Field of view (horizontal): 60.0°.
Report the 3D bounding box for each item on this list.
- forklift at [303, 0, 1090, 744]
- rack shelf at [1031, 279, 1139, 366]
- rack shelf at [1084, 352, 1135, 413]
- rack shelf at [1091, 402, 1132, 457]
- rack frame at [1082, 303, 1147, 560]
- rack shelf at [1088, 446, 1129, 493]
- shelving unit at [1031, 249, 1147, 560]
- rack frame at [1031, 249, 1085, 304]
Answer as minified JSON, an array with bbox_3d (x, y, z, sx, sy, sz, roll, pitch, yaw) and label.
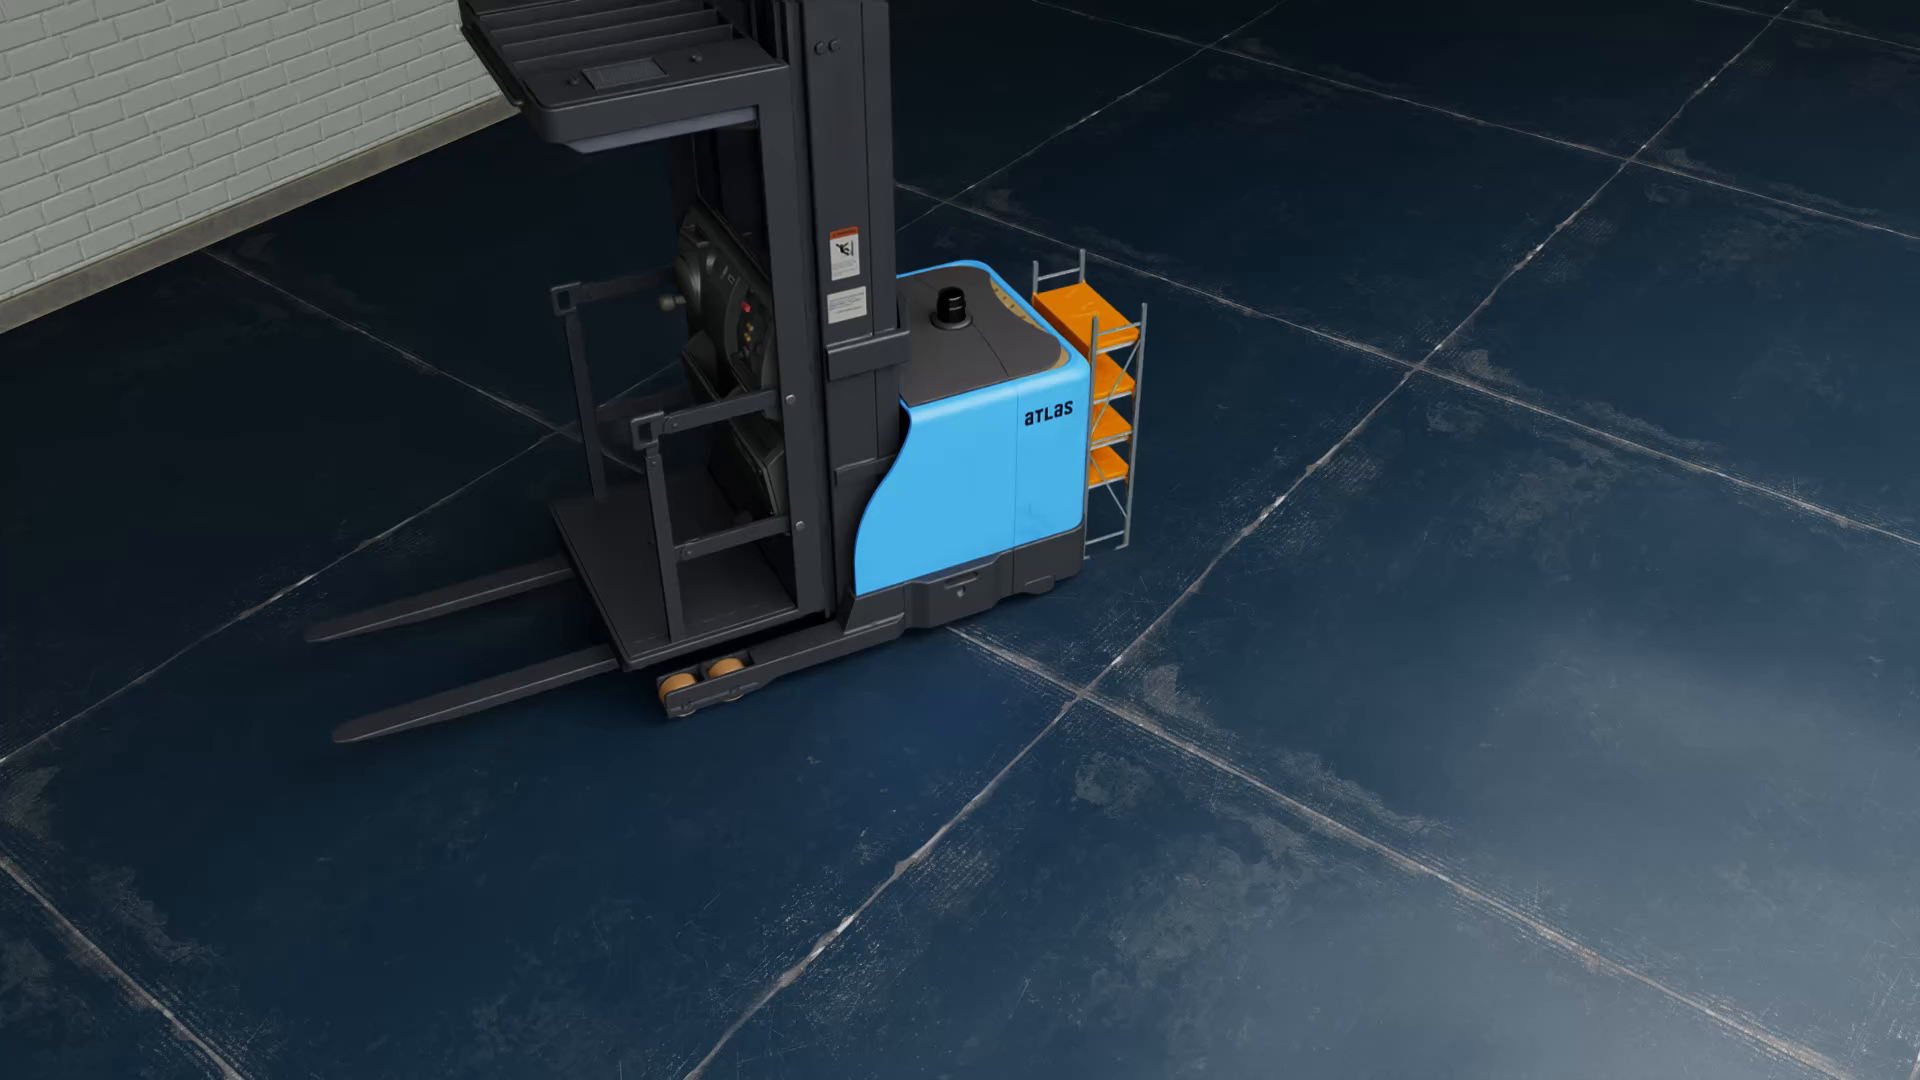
[{"bbox_3d":[-1.035,-0.849,5.957,3.031,2.935,1.130,-17,41,-20],"label":"forklift"},{"bbox_3d":[0.512,-0.862,6.740,0.258,0.148,0.480,-17,41,-20],"label":"rack shelf"},{"bbox_3d":[0.512,-0.675,6.885,0.258,0.148,0.480,-17,41,-20],"label":"rack shelf"},{"bbox_3d":[0.511,-0.499,7.023,0.258,0.148,0.480,-17,41,-20],"label":"rack shelf"},{"bbox_3d":[0.620,-0.417,6.810,0.240,1.200,0.015,-17,41,-20],"label":"rack frame"},{"bbox_3d":[0.511,-0.343,7.146,0.258,0.148,0.480,-17,41,-20],"label":"rack shelf"},{"bbox_3d":[0.511,-0.552,6.982,0.258,1.200,0.503,-17,41,-20],"label":"shelving unit"},{"bbox_3d":[0.403,-0.687,7.154,0.240,1.200,0.015,-17,41,-20],"label":"rack frame"}]
